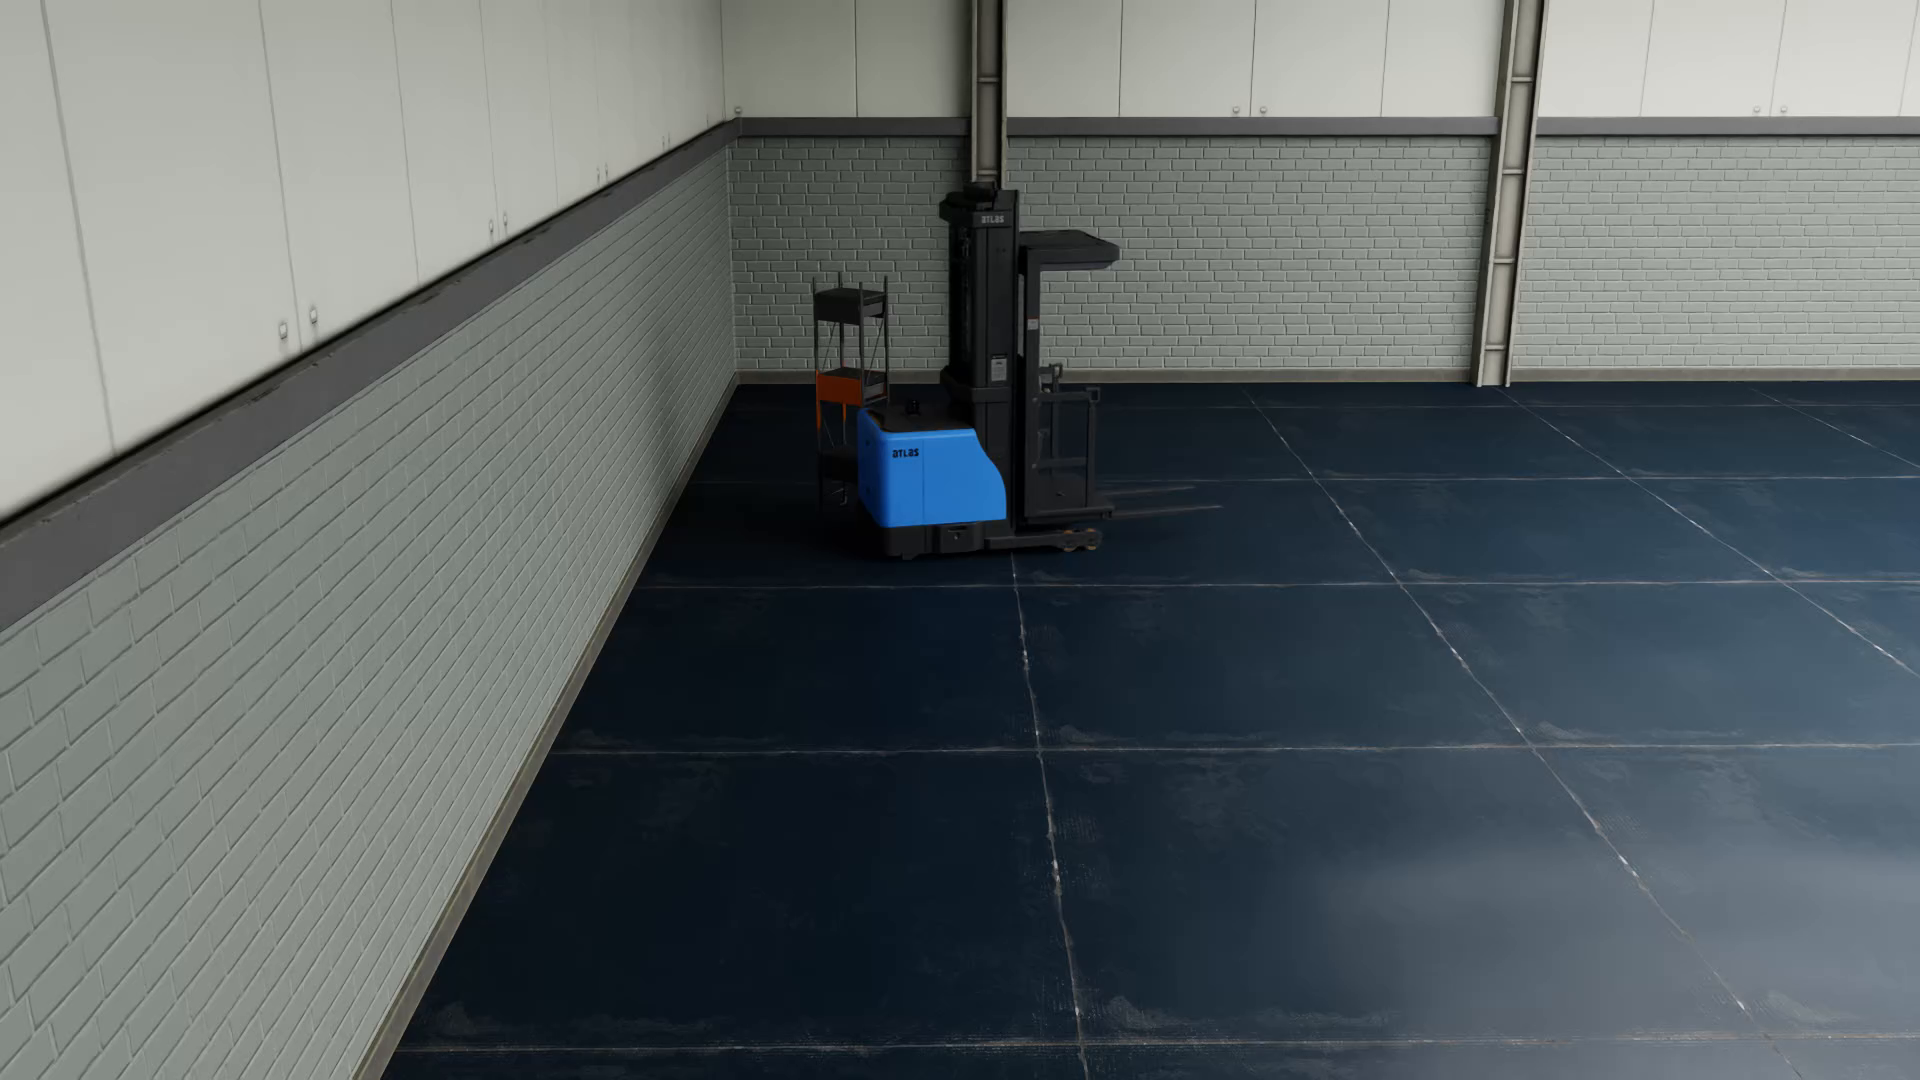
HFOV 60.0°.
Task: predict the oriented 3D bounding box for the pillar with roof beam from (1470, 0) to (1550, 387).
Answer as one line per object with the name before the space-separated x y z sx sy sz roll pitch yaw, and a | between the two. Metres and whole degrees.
pillar with roof beam | 6.390 -4.836 14.390 0.400 9.000 9.100 0 18 -1

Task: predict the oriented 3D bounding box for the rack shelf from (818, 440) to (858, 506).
rack shelf | -0.935 -0.566 14.710 0.480 0.518 0.431 11 21 31

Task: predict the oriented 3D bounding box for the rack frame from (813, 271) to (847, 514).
rack frame | -1.141 -1.285 14.617 0.015 2.100 0.400 11 21 31

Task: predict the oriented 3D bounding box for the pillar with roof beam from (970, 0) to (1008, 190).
pillar with roof beam | 0.391 -4.807 14.300 0.400 9.000 9.100 0 18 -1

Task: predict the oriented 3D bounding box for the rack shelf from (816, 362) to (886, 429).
rack shelf | -0.935 -1.232 14.496 0.480 0.518 0.431 11 21 31

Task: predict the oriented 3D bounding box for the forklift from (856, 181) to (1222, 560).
forklift | 0.691 -1.456 13.788 3.031 2.935 1.130 -4 18 -13

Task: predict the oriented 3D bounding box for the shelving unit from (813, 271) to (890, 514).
shelving unit | -0.935 -1.245 14.492 0.503 2.100 0.431 11 21 31

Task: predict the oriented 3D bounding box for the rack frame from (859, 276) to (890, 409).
rack frame | -0.730 -1.205 14.366 0.015 2.100 0.400 11 21 31

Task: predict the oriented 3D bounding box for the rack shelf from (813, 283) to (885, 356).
rack shelf | -0.935 -1.899 14.282 0.480 0.518 0.431 11 21 31
